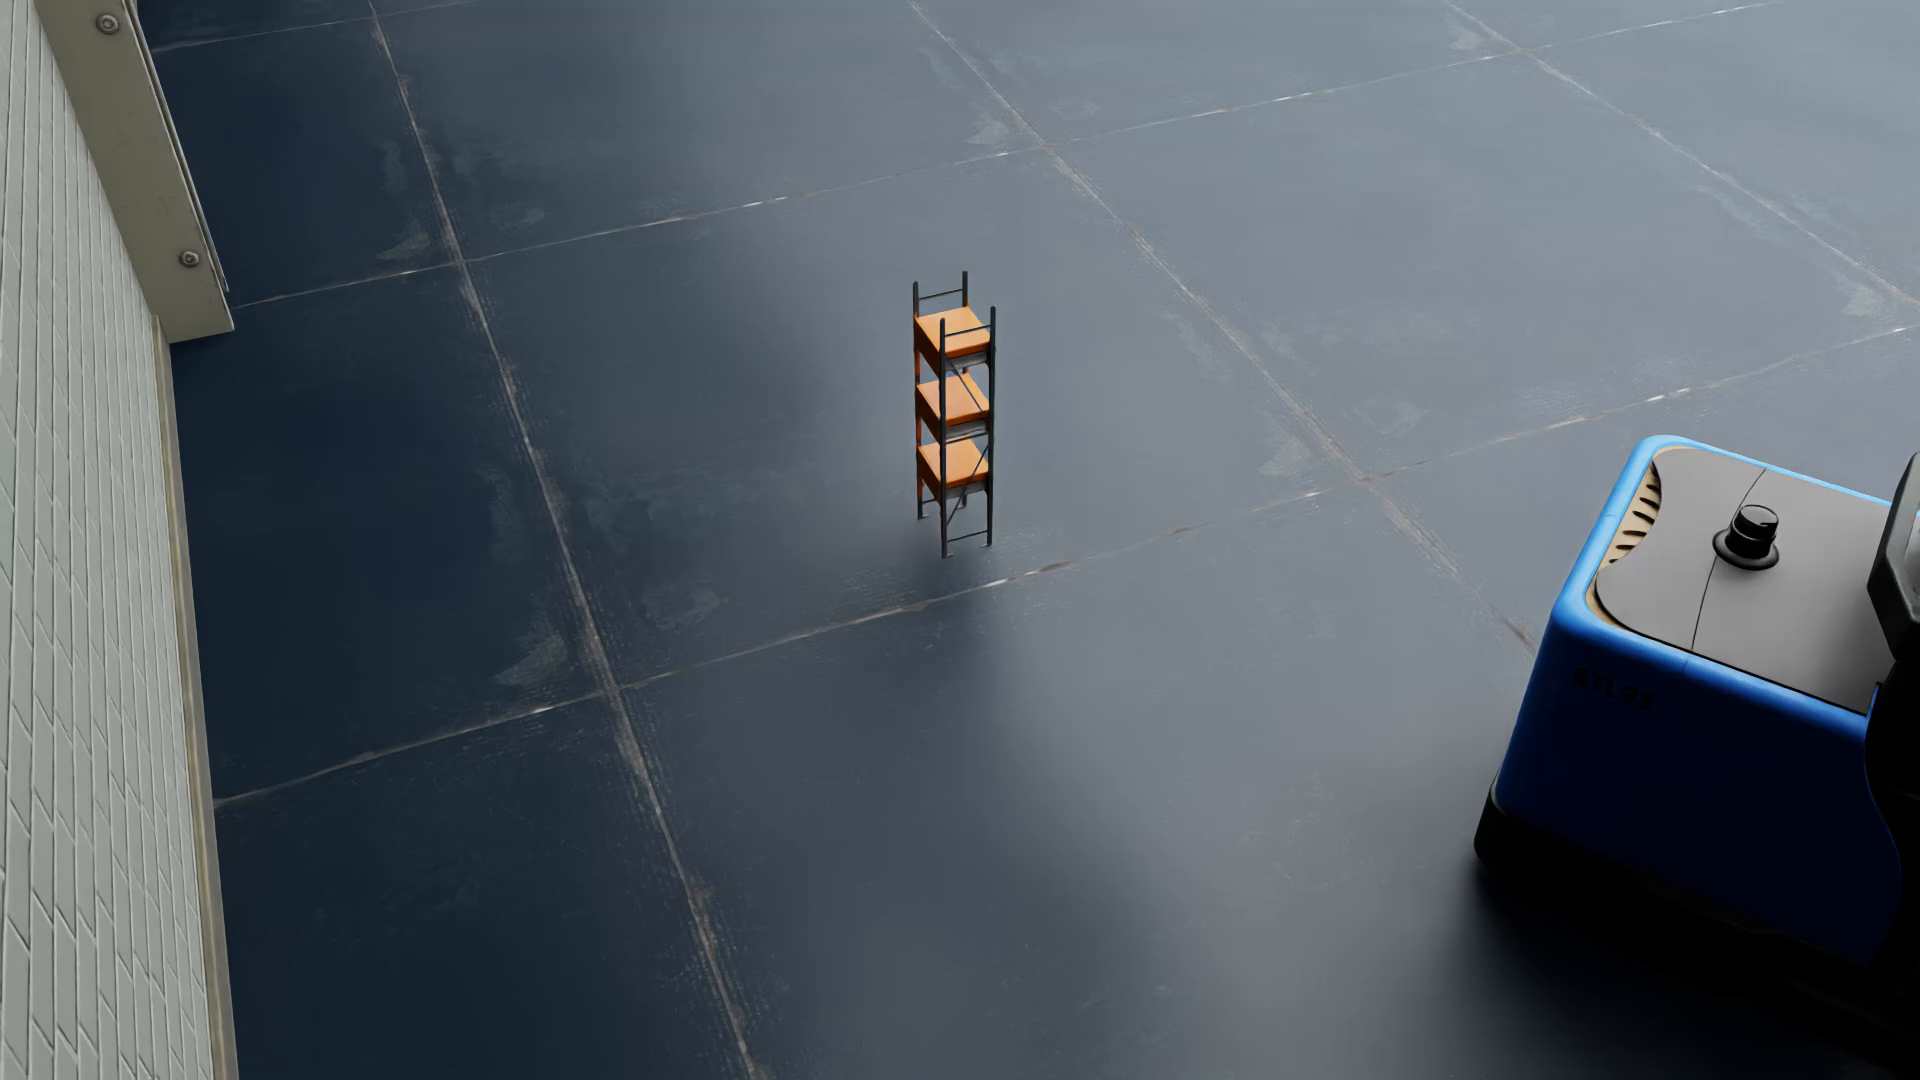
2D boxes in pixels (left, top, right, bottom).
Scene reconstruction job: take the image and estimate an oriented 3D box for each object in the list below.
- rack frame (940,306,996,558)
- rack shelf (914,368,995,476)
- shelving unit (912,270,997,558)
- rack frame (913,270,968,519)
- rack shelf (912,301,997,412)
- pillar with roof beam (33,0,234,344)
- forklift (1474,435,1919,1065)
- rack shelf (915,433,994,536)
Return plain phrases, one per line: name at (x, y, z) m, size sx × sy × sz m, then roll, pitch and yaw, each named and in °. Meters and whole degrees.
rack frame at (0.026, -0.357, 5.860) m, size 0.200 × 1.050 × 0.008 m, roll -15°, pitch 43°, yaw -17°
rack shelf at (-0.020, -0.422, 5.952) m, size 0.215 × 0.259 × 0.240 m, roll -15°, pitch 43°, yaw -17°
shelving unit at (-0.020, -0.430, 5.945) m, size 0.215 × 1.050 × 0.252 m, roll -15°, pitch 43°, yaw -17°
rack frame at (-0.067, -0.504, 6.031) m, size 0.200 × 1.050 × 0.008 m, roll -15°, pitch 43°, yaw -17°
rack shelf at (-0.020, -0.637, 5.767) m, size 0.215 × 0.259 × 0.240 m, roll -15°, pitch 43°, yaw -17°
pillar with roof beam at (0.563, -5.490, 5.732) m, size 9.100 × 9.000 × 0.400 m, roll -15°, pitch 43°, yaw -17°
forklift at (3.085, 0.137, 3.843) m, size 3.031 × 2.935 × 1.130 m, roll 22°, pitch 45°, yaw 24°
rack shelf at (-0.020, -0.212, 6.133) m, size 0.215 × 0.259 × 0.240 m, roll -15°, pitch 43°, yaw -17°
